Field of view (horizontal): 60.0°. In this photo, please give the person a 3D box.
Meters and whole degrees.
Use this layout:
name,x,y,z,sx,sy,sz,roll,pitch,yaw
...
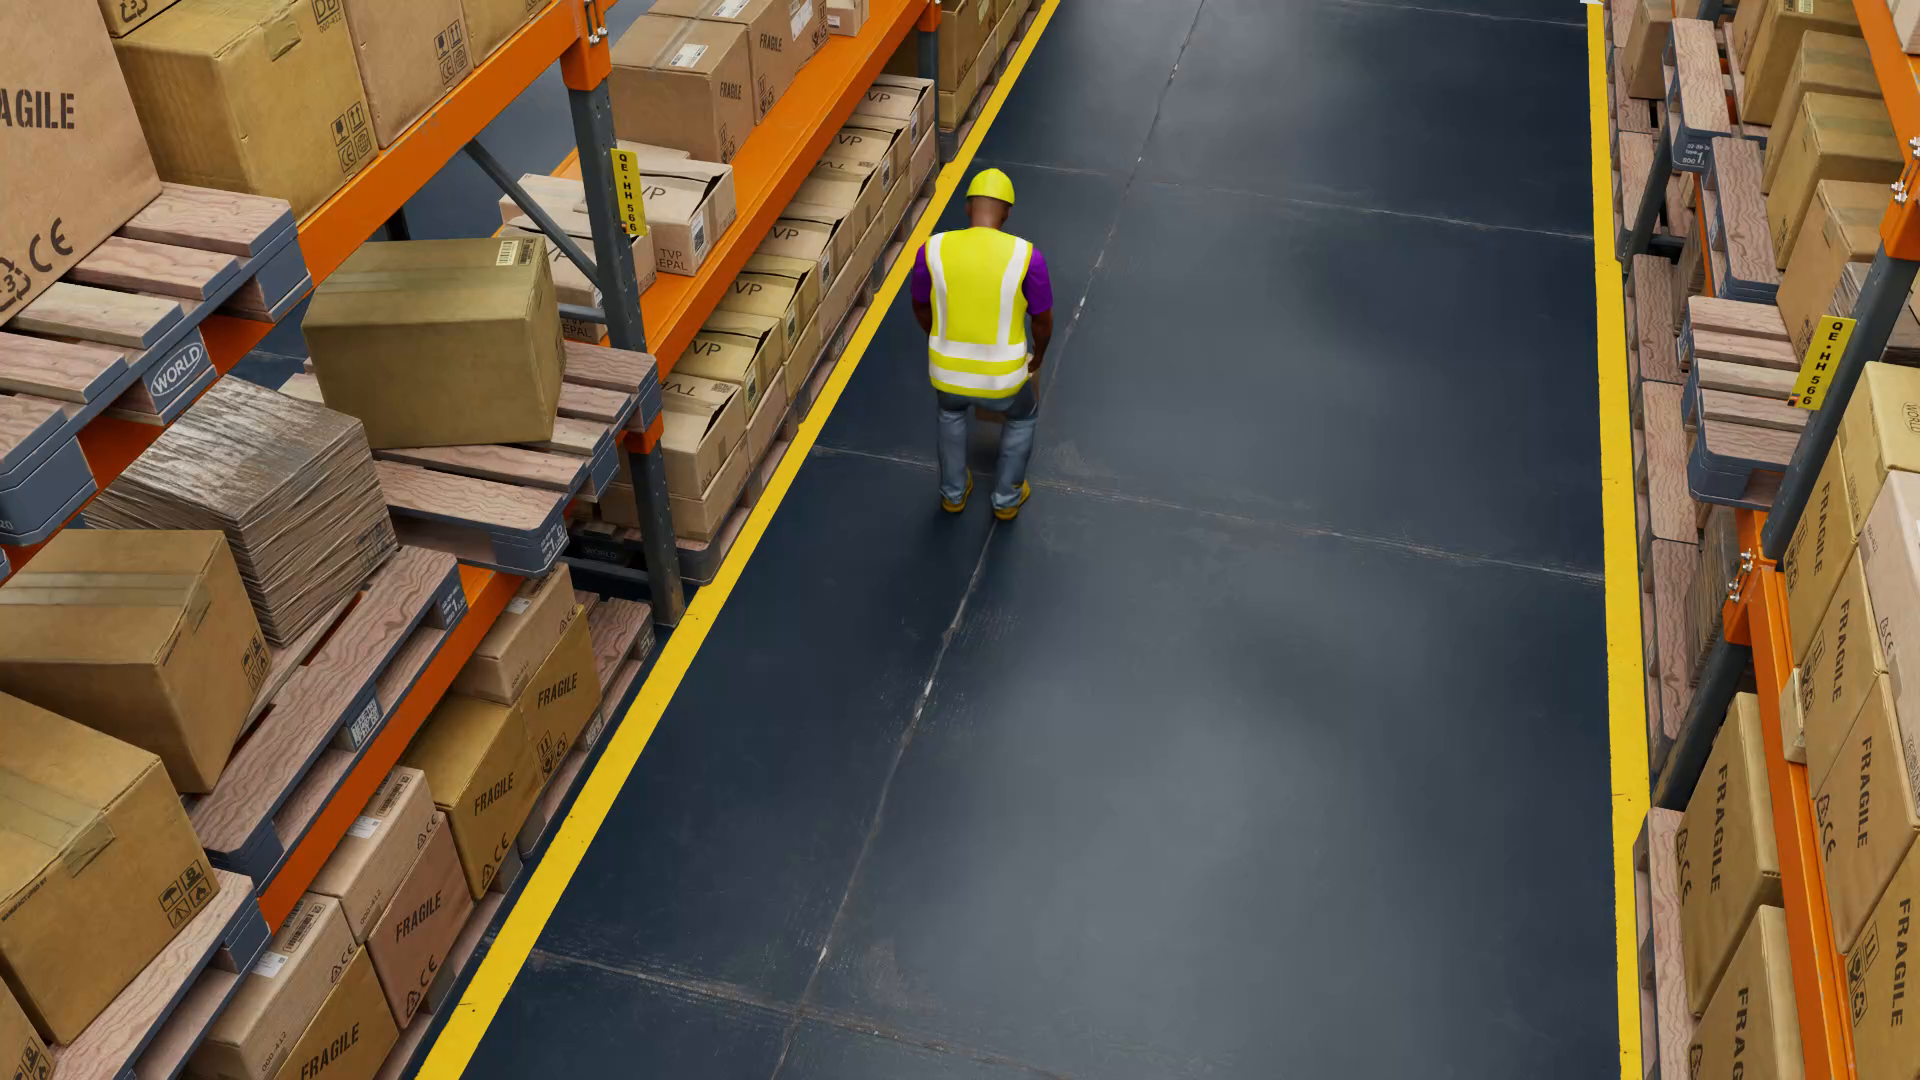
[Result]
name,x,y,z,sx,sy,sz,roll,pitch,yaw
person,0.082,-0.807,7.229,0.622,1.568,0.644,10,42,11
